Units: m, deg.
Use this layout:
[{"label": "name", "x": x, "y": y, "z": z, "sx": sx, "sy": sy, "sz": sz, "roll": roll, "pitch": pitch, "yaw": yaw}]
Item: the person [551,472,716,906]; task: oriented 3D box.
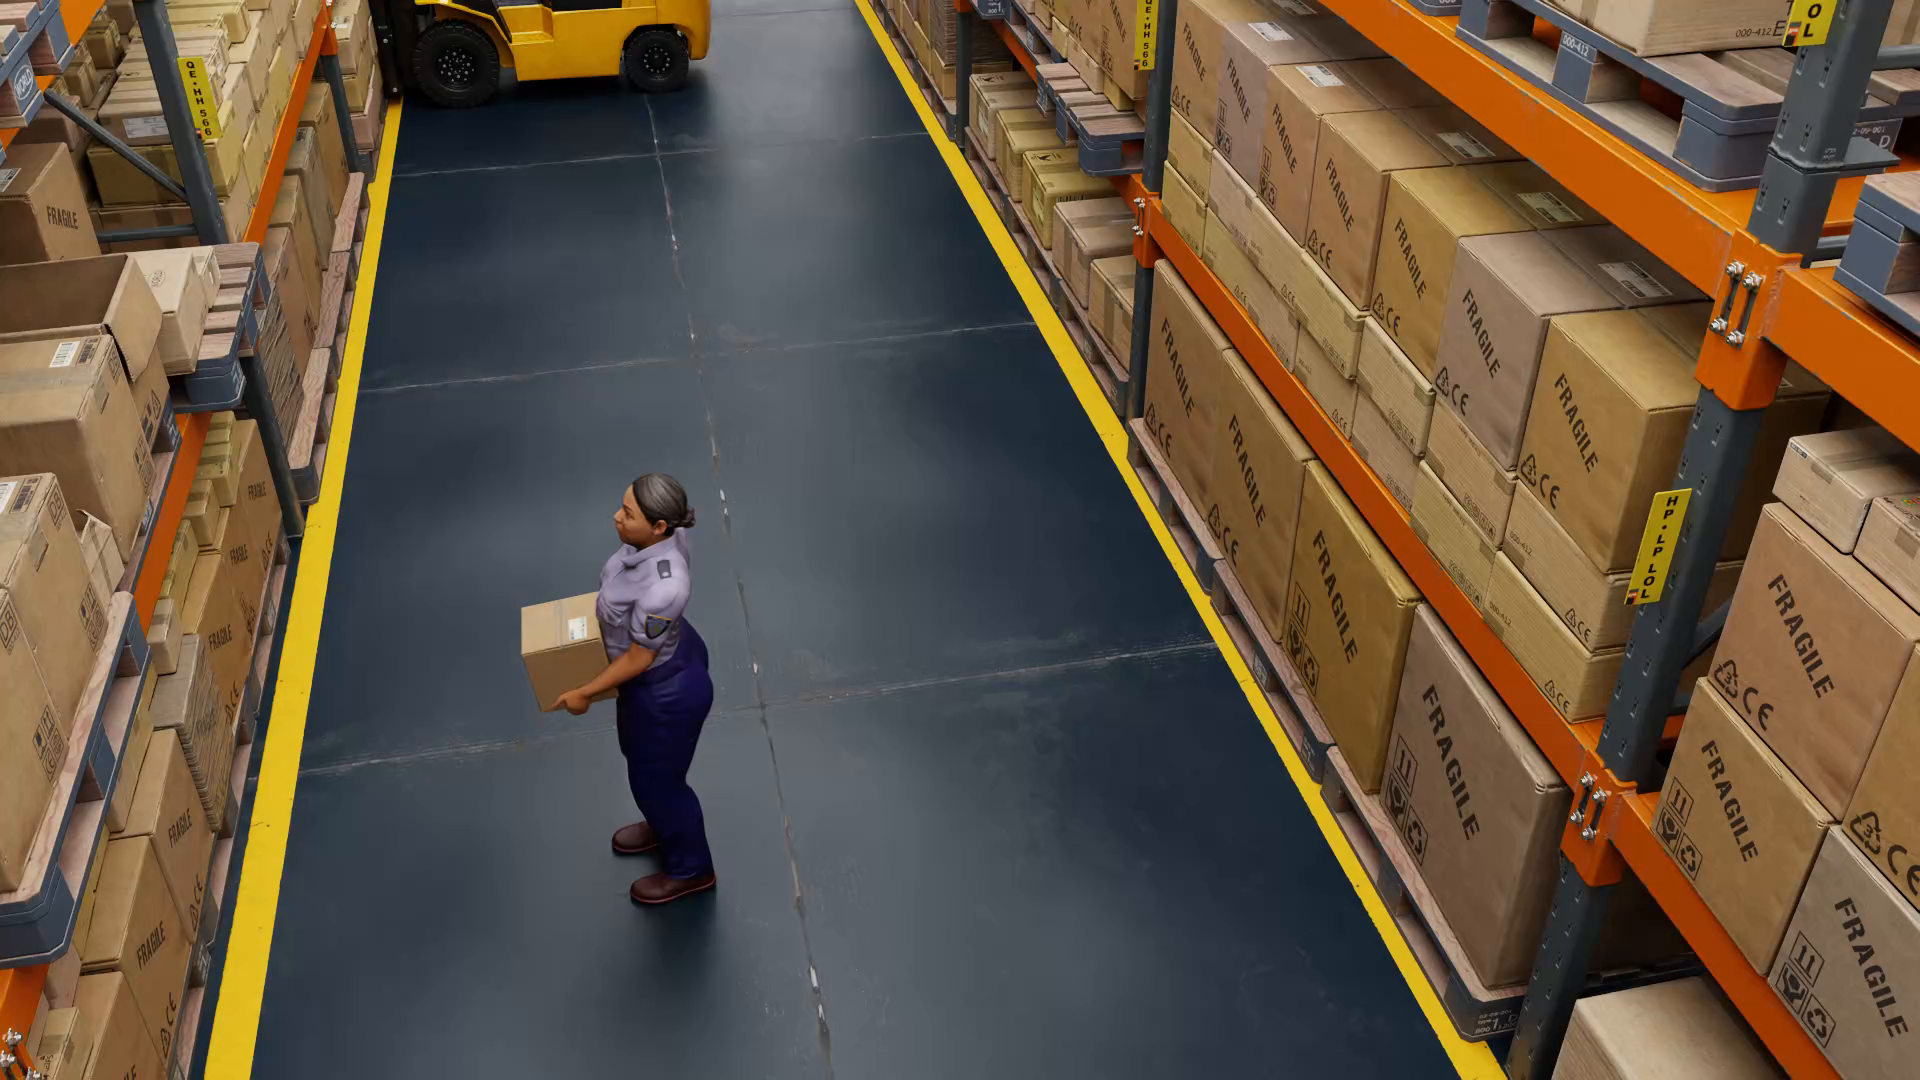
[{"label": "person", "x": -1.069, "y": 0.488, "z": 5.458, "sx": 0.517, "sy": 1.634, "sz": 0.452, "roll": -7, "pitch": 35, "yaw": -10}]
